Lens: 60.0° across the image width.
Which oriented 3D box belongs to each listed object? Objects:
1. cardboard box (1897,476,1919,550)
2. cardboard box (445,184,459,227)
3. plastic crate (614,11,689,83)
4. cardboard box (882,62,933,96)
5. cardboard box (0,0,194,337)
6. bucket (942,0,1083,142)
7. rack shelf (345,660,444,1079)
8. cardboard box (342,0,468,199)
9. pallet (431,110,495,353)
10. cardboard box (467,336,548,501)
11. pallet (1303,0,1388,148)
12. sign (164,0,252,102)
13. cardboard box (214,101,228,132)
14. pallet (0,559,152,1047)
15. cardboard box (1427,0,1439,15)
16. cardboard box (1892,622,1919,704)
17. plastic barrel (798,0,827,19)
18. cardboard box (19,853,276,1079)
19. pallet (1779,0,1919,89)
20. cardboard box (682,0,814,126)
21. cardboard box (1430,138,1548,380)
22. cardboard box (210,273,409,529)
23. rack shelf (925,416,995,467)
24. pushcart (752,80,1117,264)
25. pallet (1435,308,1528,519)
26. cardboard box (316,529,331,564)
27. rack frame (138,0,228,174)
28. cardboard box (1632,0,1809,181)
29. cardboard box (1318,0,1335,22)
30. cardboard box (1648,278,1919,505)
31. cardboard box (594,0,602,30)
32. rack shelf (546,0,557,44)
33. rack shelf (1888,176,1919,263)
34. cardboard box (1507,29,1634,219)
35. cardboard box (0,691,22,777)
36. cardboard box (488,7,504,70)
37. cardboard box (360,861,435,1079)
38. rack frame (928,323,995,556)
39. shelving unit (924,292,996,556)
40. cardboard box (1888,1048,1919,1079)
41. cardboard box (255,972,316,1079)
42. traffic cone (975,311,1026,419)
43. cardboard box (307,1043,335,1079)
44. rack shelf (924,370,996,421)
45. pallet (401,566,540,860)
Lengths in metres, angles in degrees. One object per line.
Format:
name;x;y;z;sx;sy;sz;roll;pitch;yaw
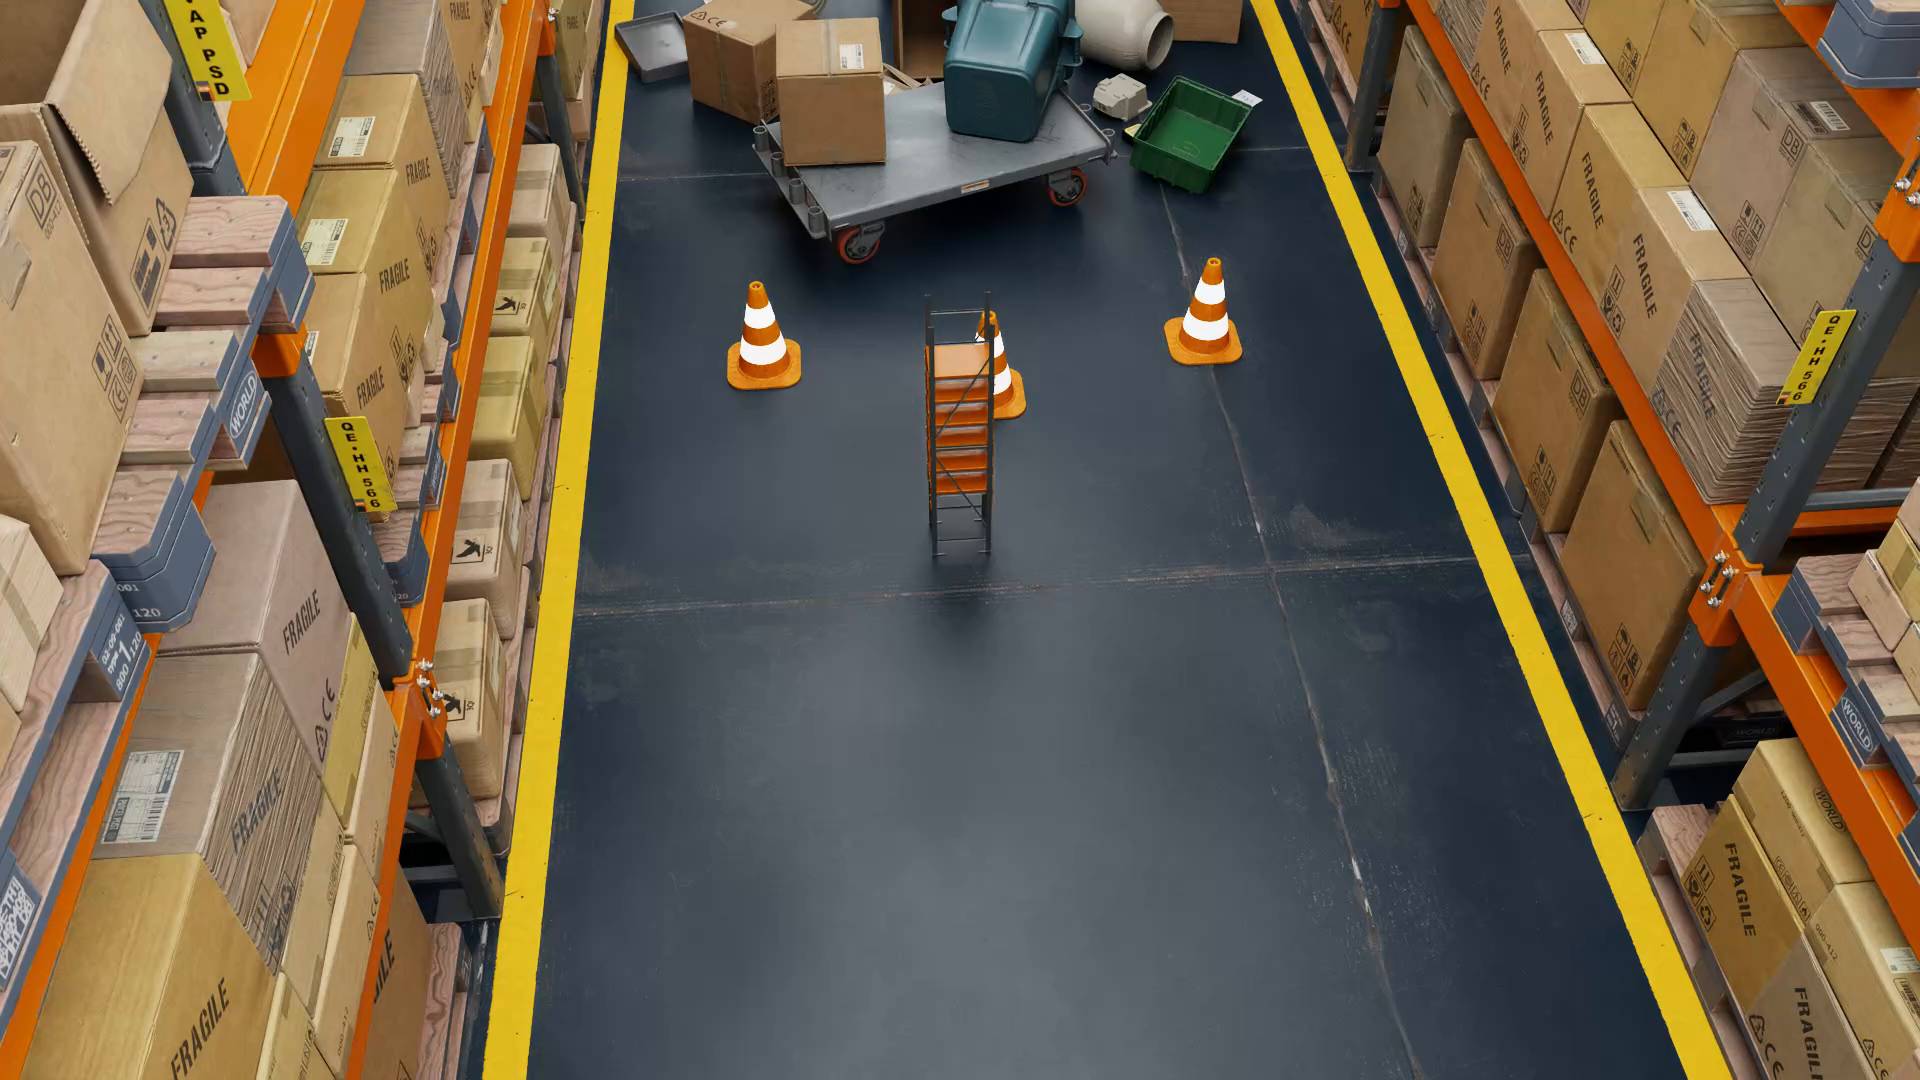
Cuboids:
cardboard box;2.707;-0.041;4.333;0.380;0.149;0.250;-3;47;-3
cardboard box;-1.993;-1.230;5.869;0.380;0.149;0.250;-2;47;-2
plastic crate;-1.713;-2.829;9.511;0.402;0.080;0.583;-19;49;-17
cardboard box;-0.328;-2.427;9.002;0.258;0.266;0.396;-36;56;-29
cardboard box;-1.882;-0.701;3.058;0.797;0.503;0.637;-6;47;-6
bucket;0.217;-2.377;8.279;0.726;0.611;0.620;11;58;10
rack shelf;-1.896;1.941;3.478;1.077;0.370;4.000;-3;47;-3
cardboard box;-2.007;-1.497;5.675;0.500;0.500;0.500;-5;47;-5
pallet;-2.270;-1.117;6.011;1.003;0.211;1.213;-3;47;-3
cardboard box;-2.229;-0.486;6.801;0.950;0.372;0.625;-2;47;-2
pallet;2.540;-2.617;9.220;1.003;0.211;1.213;-3;47;-3
sign;-1.510;-1.018;3.308;0.100;0.325;0.005;-3;47;-3
cardboard box;-1.921;-0.937;3.815;0.380;0.149;0.250;-3;47;-3
pallet;-1.860;0.552;2.362;1.003;0.211;1.213;-2;47;-1
cardboard box;2.302;-2.659;7.270;0.500;0.500;0.500;-3;47;-3
cardboard box;2.719;0.345;4.378;0.380;0.149;0.250;-1;47;-1
plastic barrel;-1.052;-3.253;9.676;0.512;0.421;0.421;27;52;23
cardboard box;-1.674;0.957;3.157;0.500;0.500;0.500;-3;47;-3
pallet;2.754;-1.556;4.359;1.213;0.211;1.003;-2;47;-1
cardboard box;-1.132;-2.647;9.047;0.500;0.500;0.500;27;52;23
cardboard box;2.744;-1.250;7.265;1.050;0.750;0.750;-3;47;-3
cardboard box;-1.871;-0.374;4.612;0.500;0.500;0.500;-5;47;-4
rack shelf;-0.001;-0.392;6.493;0.258;0.103;0.180;-3;47;-3
pushcart;-0.131;-1.920;8.445;1.648;0.377;0.936;-19;49;-17
pallet;2.771;-0.624;7.332;1.003;0.211;1.213;-3;47;-3
cardboard box;-1.906;-0.058;4.759;0.380;0.149;0.250;-6;47;-6
rack frame;-2.064;-1.816;2.409;1.000;3.000;0.127;-3;47;-3
cardboard box;2.744;-1.568;5.548;0.700;0.500;0.500;-4;47;-4
cardboard box;2.464;-3.546;9.353;0.875;0.875;0.875;-3;47;-3
cardboard box;2.555;-0.471;5.198;0.500;0.500;0.500;-3;47;-3
cardboard box;-2.282;-3.059;9.322;0.500;0.250;0.500;-4;47;-4
rack shelf;-2.566;-3.847;8.959;1.077;0.370;4.000;-3;47;-3
rack shelf;3.028;0.536;2.743;1.077;0.370;4.000;-3;47;-3
cardboard box;2.426;-1.564;6.233;0.500;0.500;0.500;-3;47;-3
cardboard box;-1.627;0.294;2.118;0.500;0.500;0.500;-3;47;-3
cardboard box;-2.019;-1.974;6.574;0.380;0.149;0.250;-4;47;-4
cardboard box;-2.089;1.338;4.728;0.875;0.875;0.875;-4;47;-4
rack frame;0.006;-0.357;6.398;0.240;1.200;0.006;-3;47;-3
shelving unit;-0.001;-0.423;6.461;0.258;1.200;0.189;-3;47;-3
cardboard box;2.748;1.569;4.250;0.500;0.250;0.500;-3;47;-3
cardboard box;-1.660;1.201;3.442;0.500;0.250;0.500;-5;47;-4
traffic cone;0.121;-0.814;7.339;0.336;0.463;0.334;-3;47;-3
cardboard box;-1.678;1.382;3.615;0.500;0.250;0.500;-4;47;-4
rack shelf;-0.001;-0.558;6.319;0.258;0.103;0.180;-3;47;-3
pallet;-2.128;0.640;6.135;1.003;0.211;1.213;-3;47;-3
